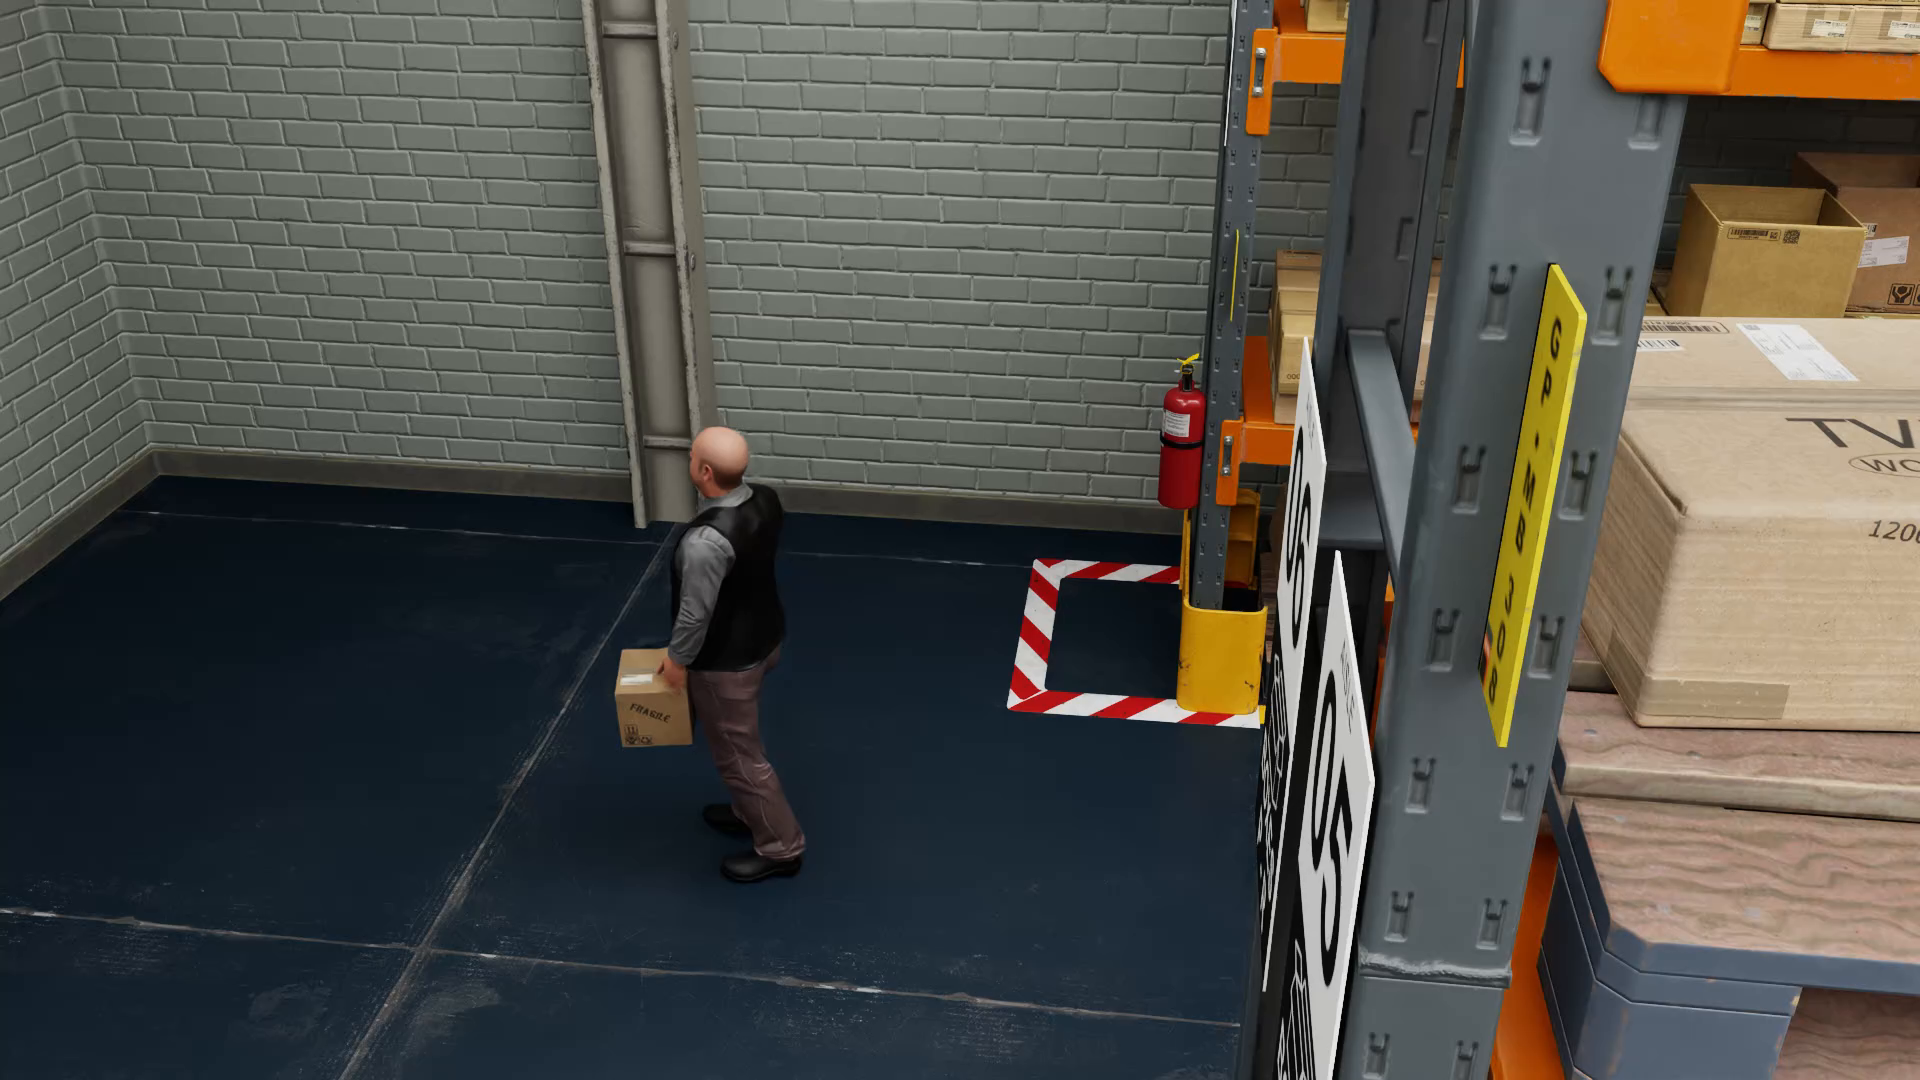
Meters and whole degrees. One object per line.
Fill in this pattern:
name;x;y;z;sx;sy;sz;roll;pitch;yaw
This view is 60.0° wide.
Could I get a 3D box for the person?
person;-0.786;0.401;5.903;0.509;1.721;0.548;9;30;17
